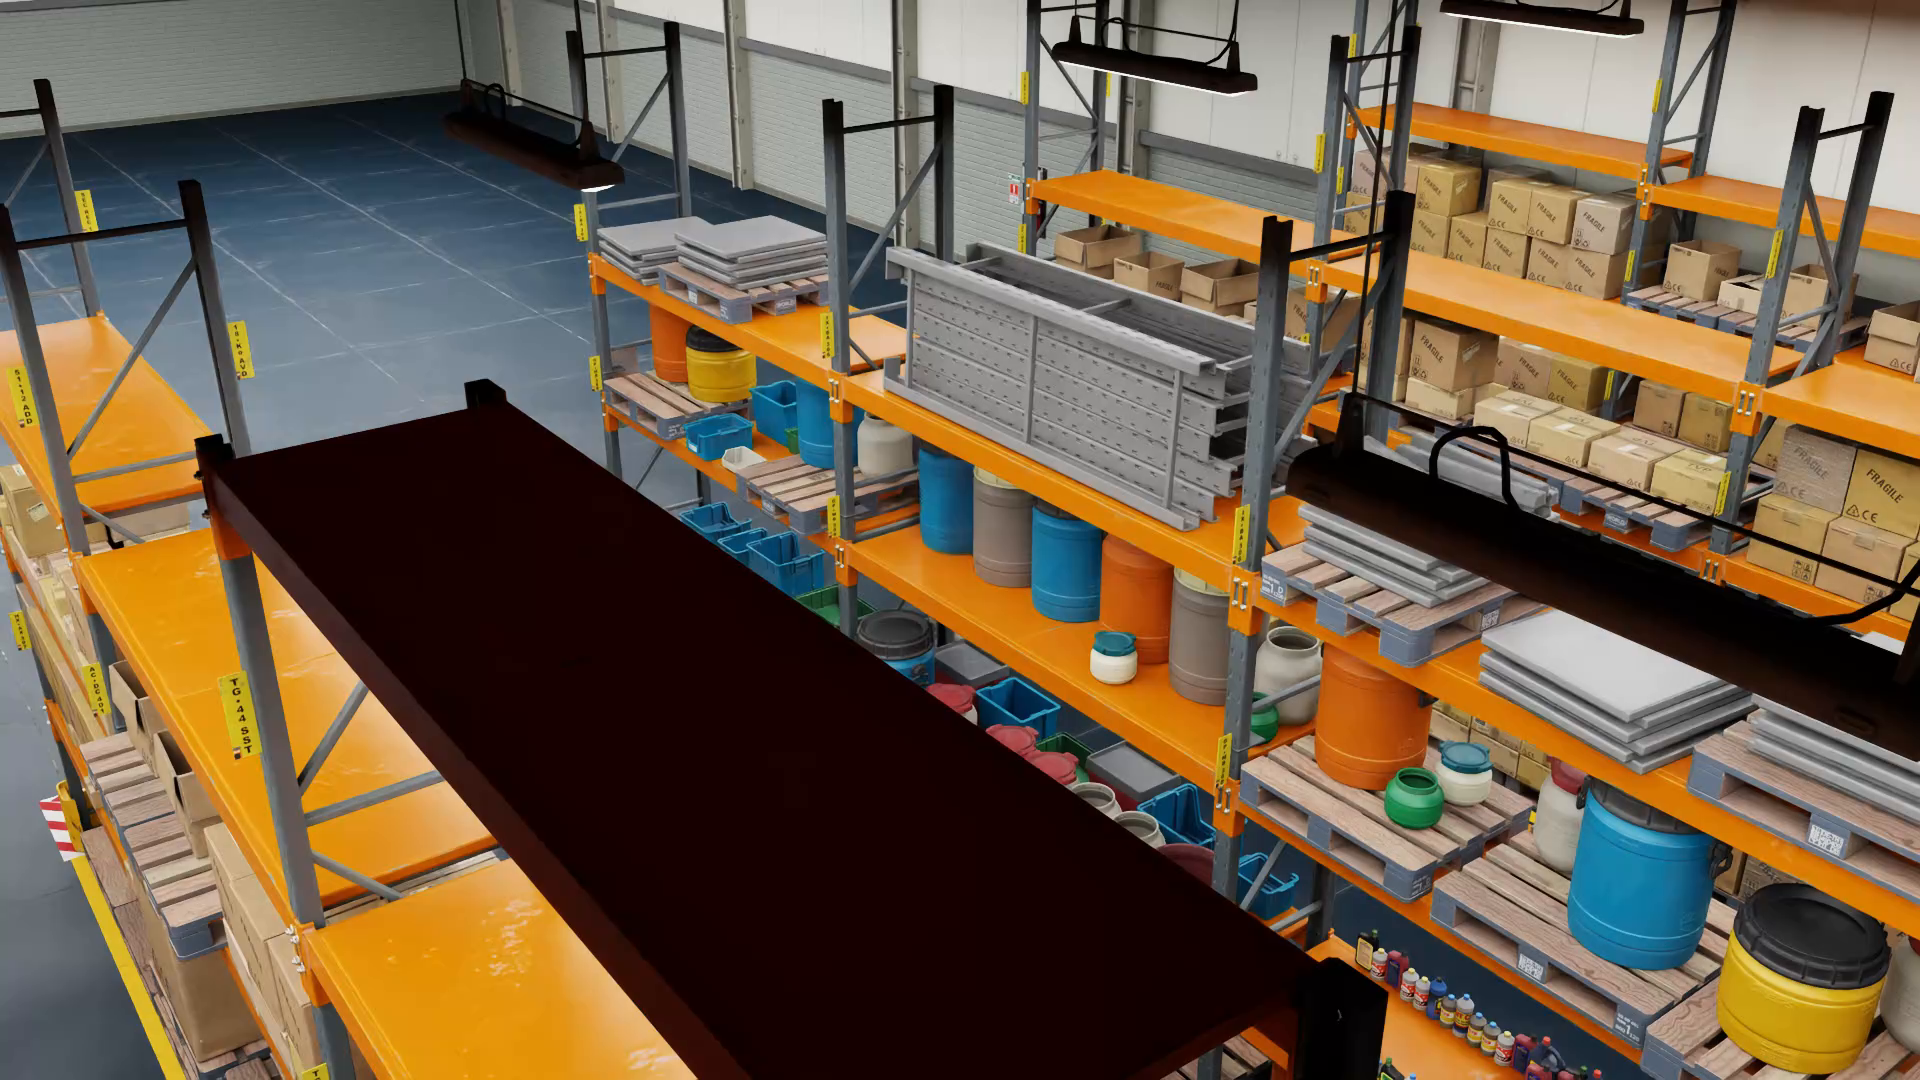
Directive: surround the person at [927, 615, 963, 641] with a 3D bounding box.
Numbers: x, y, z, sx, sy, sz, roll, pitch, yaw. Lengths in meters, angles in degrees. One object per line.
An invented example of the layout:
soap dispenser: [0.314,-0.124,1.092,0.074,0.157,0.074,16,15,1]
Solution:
person: [-0.119,0.369,15.820,0.971,1.434,0.543,14,28,28]
